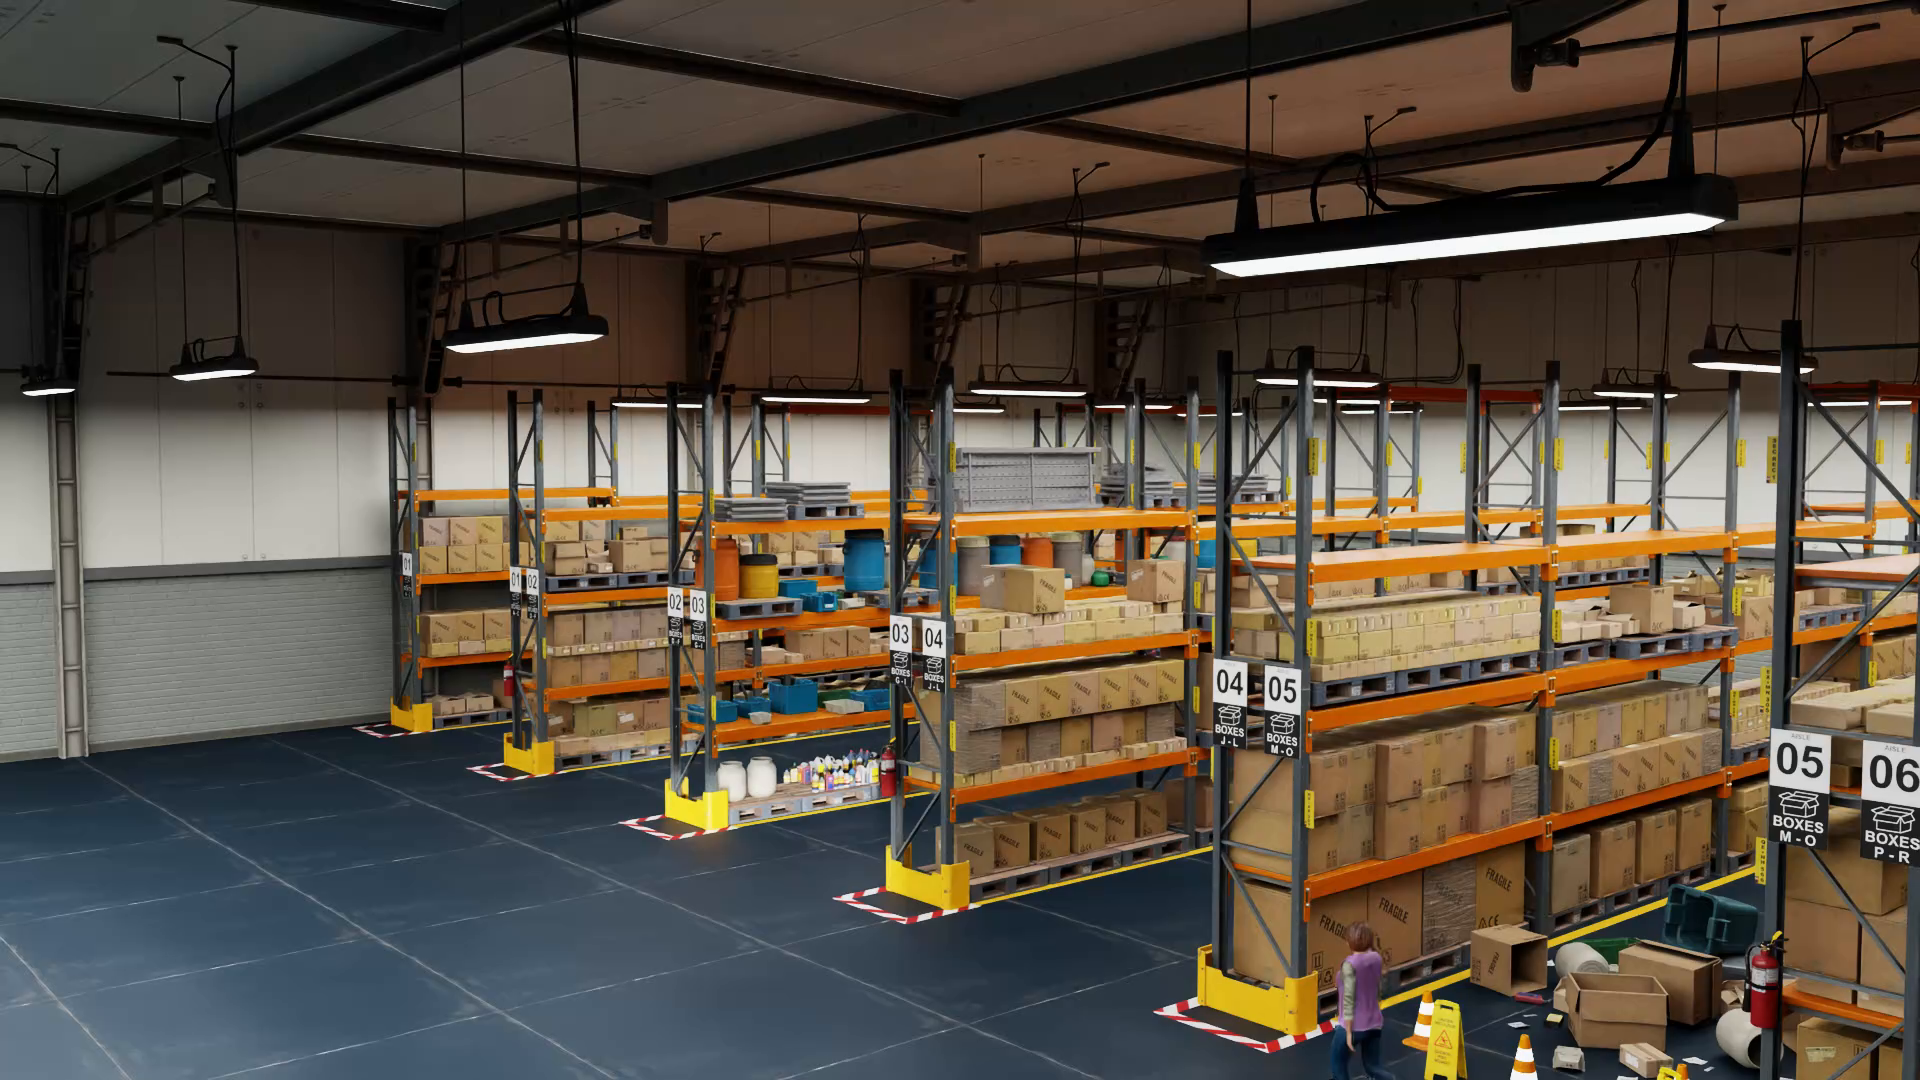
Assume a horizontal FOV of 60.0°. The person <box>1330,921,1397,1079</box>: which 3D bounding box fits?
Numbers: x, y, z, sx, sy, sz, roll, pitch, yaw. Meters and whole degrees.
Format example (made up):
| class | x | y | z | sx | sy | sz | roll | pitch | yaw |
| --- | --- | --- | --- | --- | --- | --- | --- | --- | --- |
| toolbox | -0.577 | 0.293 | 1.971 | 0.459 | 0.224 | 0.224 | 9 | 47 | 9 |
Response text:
| class | x | y | z | sx | sy | sz | roll | pitch | yaw |
| --- | --- | --- | --- | --- | --- | --- | --- | --- | --- |
| person | 3.035 | 3.639 | 12.446 | 0.416 | 1.560 | 0.847 | -3 | 4 | -40 |
